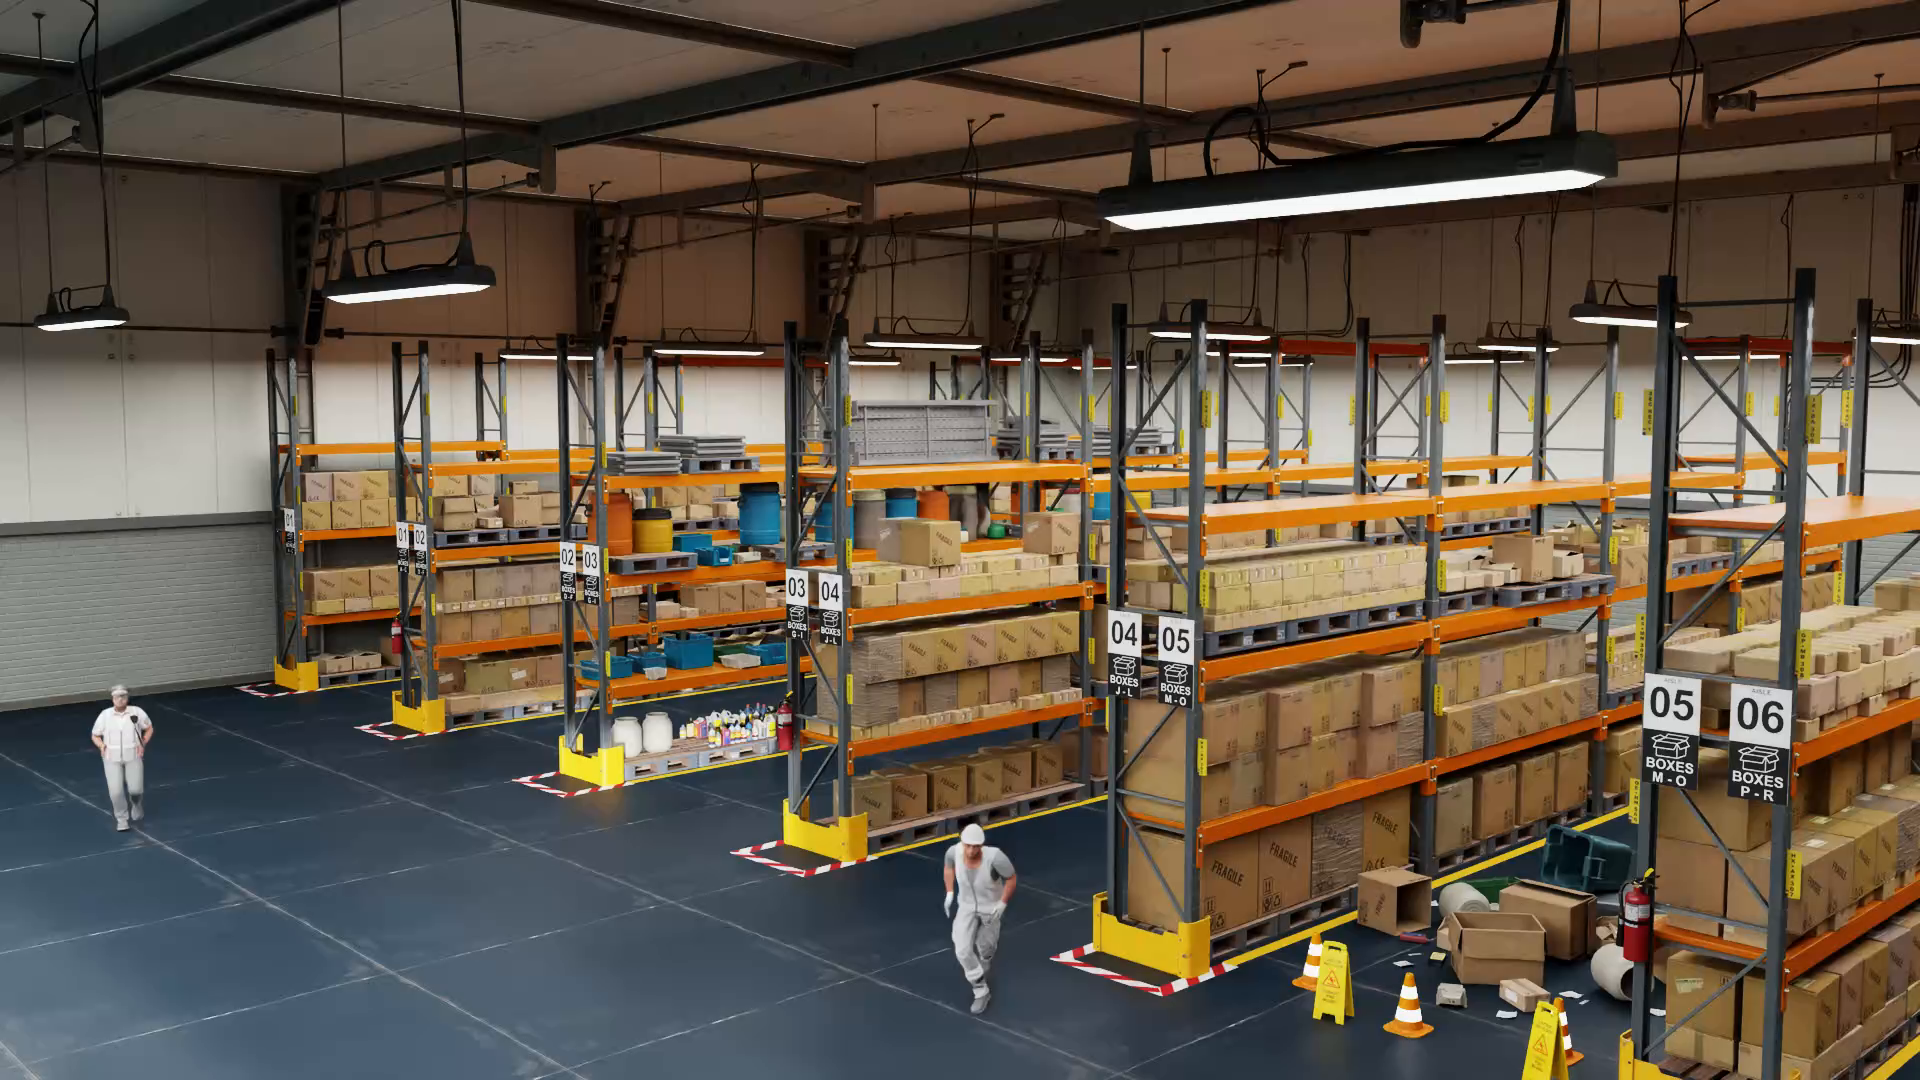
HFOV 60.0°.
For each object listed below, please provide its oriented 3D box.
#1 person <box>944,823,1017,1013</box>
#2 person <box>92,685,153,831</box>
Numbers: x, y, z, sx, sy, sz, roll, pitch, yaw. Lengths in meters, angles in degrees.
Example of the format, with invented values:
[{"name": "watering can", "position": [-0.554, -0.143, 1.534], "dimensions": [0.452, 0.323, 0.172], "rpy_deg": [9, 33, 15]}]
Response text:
[{"name": "person", "position": [0.195, 3.145, 14.211], "dimensions": [0.653, 1.654, 1.086], "rpy_deg": [1, 5, 14]}, {"name": "person", "position": [-9.980, 2.581, 19.829], "dimensions": [0.658, 1.733, 0.621], "rpy_deg": [-2, 5, -24]}]
